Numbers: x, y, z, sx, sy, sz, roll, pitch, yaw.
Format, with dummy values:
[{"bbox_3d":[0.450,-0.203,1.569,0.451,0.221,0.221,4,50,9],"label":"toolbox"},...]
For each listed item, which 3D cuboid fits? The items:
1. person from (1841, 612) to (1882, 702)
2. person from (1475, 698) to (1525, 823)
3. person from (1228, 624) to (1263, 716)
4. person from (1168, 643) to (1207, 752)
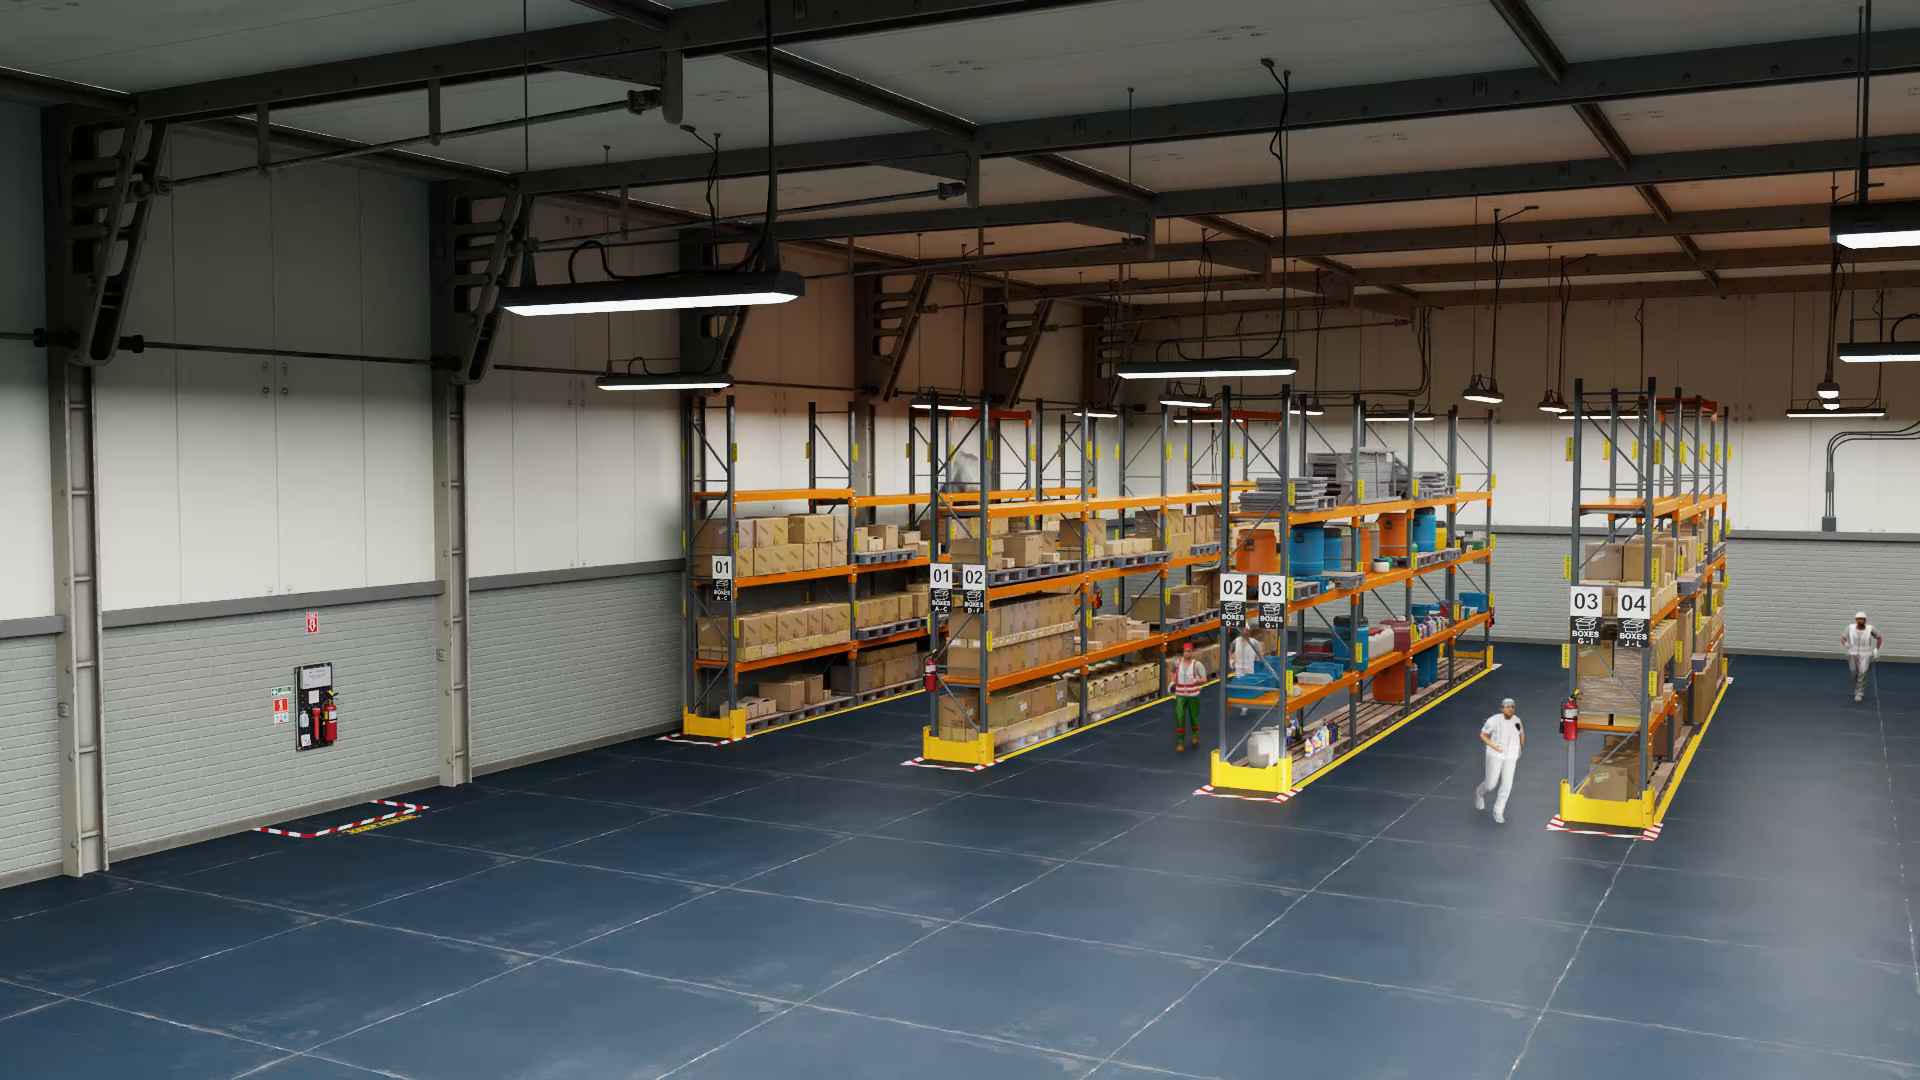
[{"bbox_3d":[18.291,2.306,33.785,0.722,1.695,0.826,2,4,38],"label":"person"},{"bbox_3d":[7.456,2.993,22.836,0.638,1.662,0.775,0,3,-2],"label":"person"},{"bbox_3d":[5.420,2.459,31.687,0.666,1.751,0.596,1,3,22],"label":"person"},{"bbox_3d":[3.810,2.611,27.865,0.659,1.772,0.971,1,3,17],"label":"person"}]
